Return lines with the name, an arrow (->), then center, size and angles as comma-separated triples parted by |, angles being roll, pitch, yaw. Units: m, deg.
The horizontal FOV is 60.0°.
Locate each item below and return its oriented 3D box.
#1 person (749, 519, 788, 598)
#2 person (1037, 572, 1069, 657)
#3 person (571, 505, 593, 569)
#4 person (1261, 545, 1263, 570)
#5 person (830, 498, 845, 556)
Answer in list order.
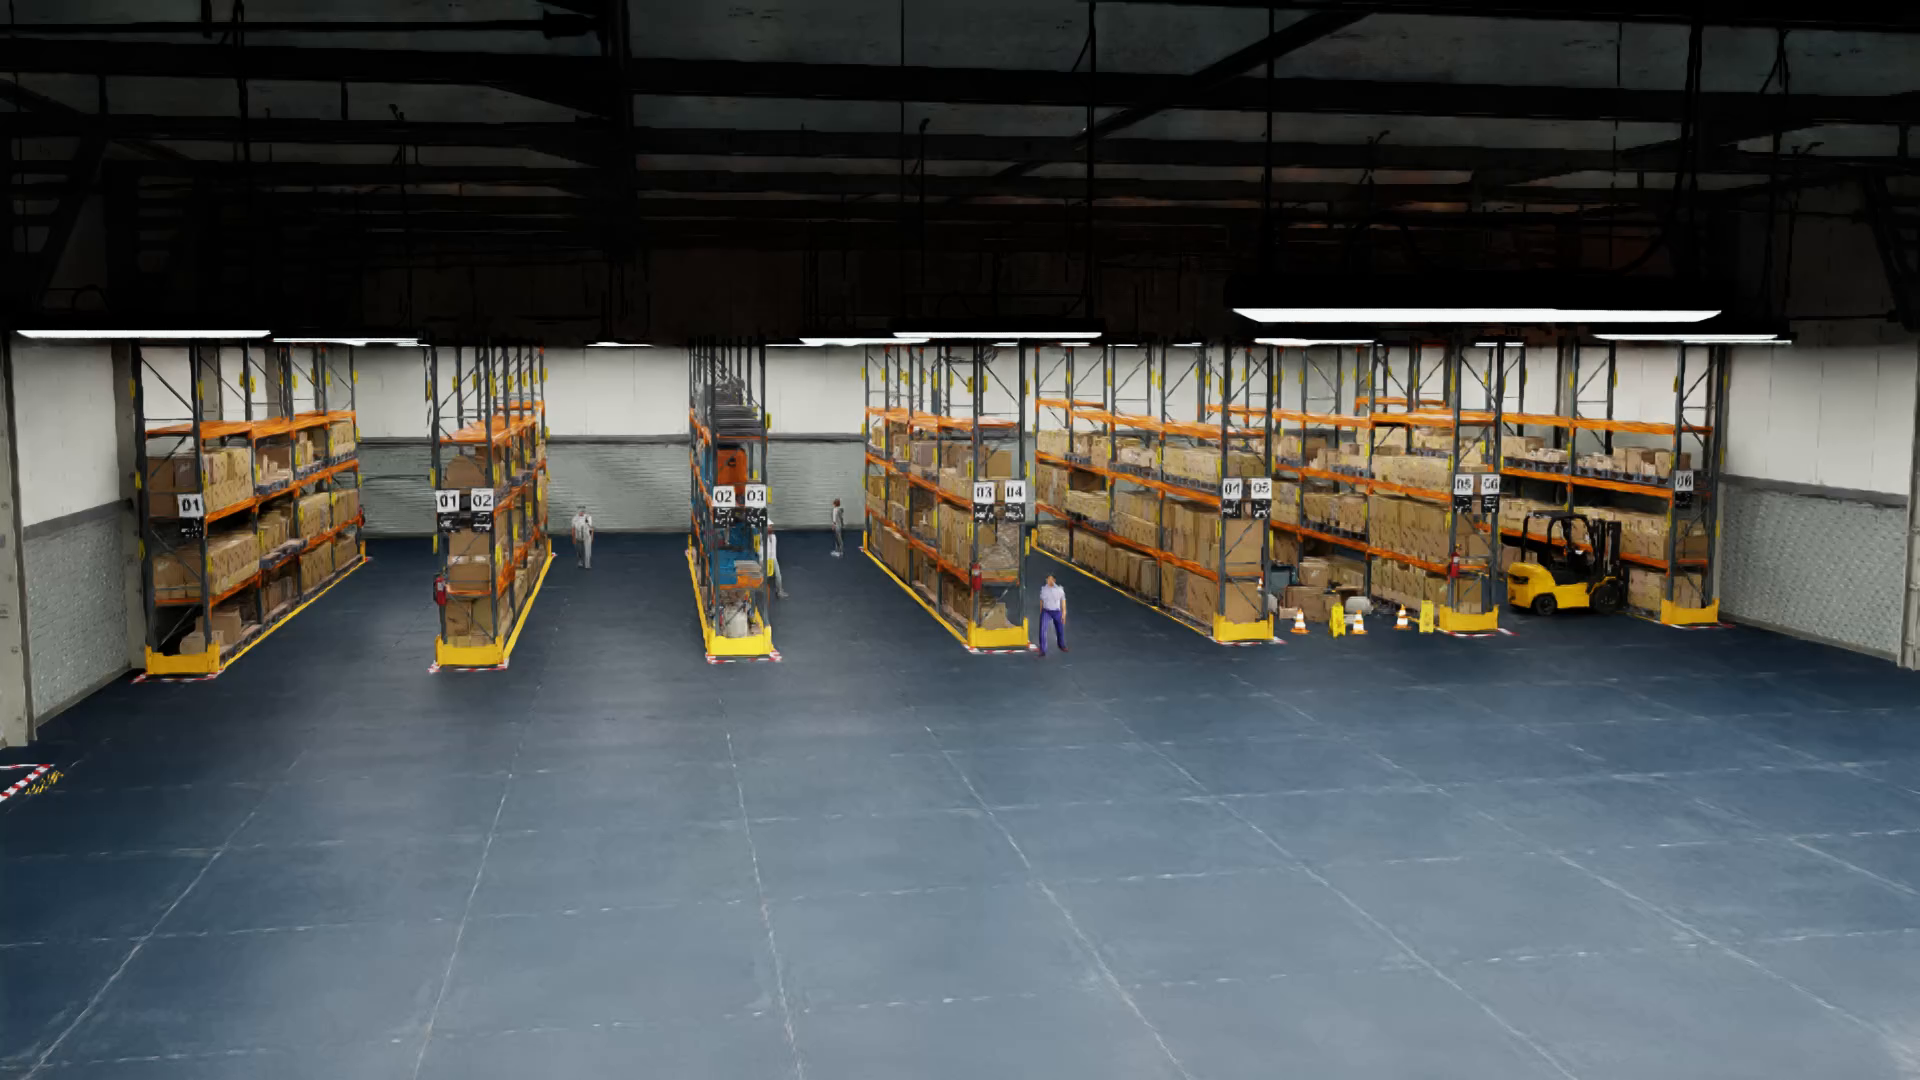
person -> -4.254, 0.374, 36.512 | 0.581, 1.693, 0.913 | -5, 8, -37
person -> 1.747, 1.376, 31.161 | 0.534, 1.570, 0.940 | 1, 7, 11
person -> -9.867, -0.096, 43.411 | 0.542, 1.675, 1.126 | -1, 7, -9
person -> 7.459, 0.152, 41.640 | 0.532, 1.588, 0.535 | 1, 7, 13
person -> -3.418, -0.367, 46.249 | 0.527, 1.571, 0.522 | 2, 7, 20
